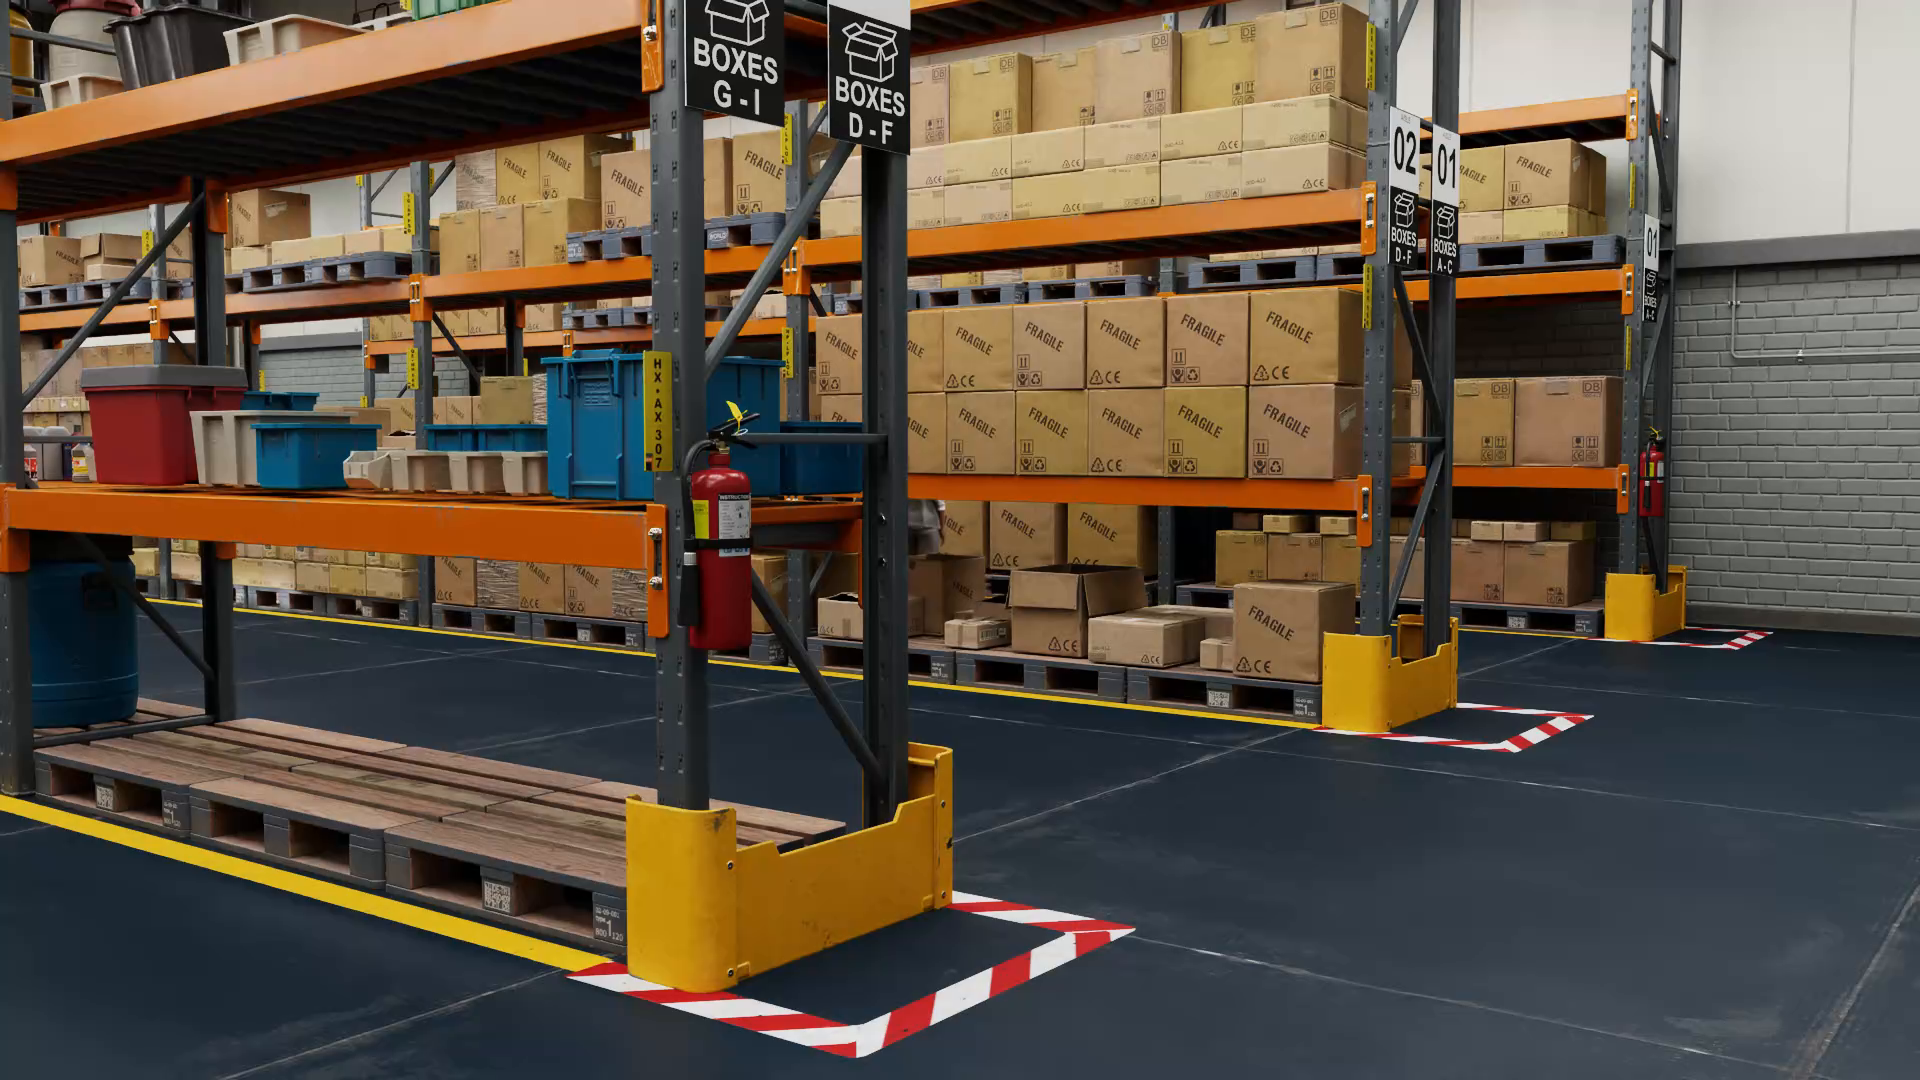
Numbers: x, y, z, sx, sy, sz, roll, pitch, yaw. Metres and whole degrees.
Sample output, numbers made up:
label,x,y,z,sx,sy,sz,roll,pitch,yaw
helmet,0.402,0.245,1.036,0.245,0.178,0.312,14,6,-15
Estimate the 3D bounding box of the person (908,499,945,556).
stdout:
label,x,y,z,sx,sy,sz,roll,pitch,yaw
person,-0.325,-0.061,13.030,0.445,1.584,0.503,1,4,24
